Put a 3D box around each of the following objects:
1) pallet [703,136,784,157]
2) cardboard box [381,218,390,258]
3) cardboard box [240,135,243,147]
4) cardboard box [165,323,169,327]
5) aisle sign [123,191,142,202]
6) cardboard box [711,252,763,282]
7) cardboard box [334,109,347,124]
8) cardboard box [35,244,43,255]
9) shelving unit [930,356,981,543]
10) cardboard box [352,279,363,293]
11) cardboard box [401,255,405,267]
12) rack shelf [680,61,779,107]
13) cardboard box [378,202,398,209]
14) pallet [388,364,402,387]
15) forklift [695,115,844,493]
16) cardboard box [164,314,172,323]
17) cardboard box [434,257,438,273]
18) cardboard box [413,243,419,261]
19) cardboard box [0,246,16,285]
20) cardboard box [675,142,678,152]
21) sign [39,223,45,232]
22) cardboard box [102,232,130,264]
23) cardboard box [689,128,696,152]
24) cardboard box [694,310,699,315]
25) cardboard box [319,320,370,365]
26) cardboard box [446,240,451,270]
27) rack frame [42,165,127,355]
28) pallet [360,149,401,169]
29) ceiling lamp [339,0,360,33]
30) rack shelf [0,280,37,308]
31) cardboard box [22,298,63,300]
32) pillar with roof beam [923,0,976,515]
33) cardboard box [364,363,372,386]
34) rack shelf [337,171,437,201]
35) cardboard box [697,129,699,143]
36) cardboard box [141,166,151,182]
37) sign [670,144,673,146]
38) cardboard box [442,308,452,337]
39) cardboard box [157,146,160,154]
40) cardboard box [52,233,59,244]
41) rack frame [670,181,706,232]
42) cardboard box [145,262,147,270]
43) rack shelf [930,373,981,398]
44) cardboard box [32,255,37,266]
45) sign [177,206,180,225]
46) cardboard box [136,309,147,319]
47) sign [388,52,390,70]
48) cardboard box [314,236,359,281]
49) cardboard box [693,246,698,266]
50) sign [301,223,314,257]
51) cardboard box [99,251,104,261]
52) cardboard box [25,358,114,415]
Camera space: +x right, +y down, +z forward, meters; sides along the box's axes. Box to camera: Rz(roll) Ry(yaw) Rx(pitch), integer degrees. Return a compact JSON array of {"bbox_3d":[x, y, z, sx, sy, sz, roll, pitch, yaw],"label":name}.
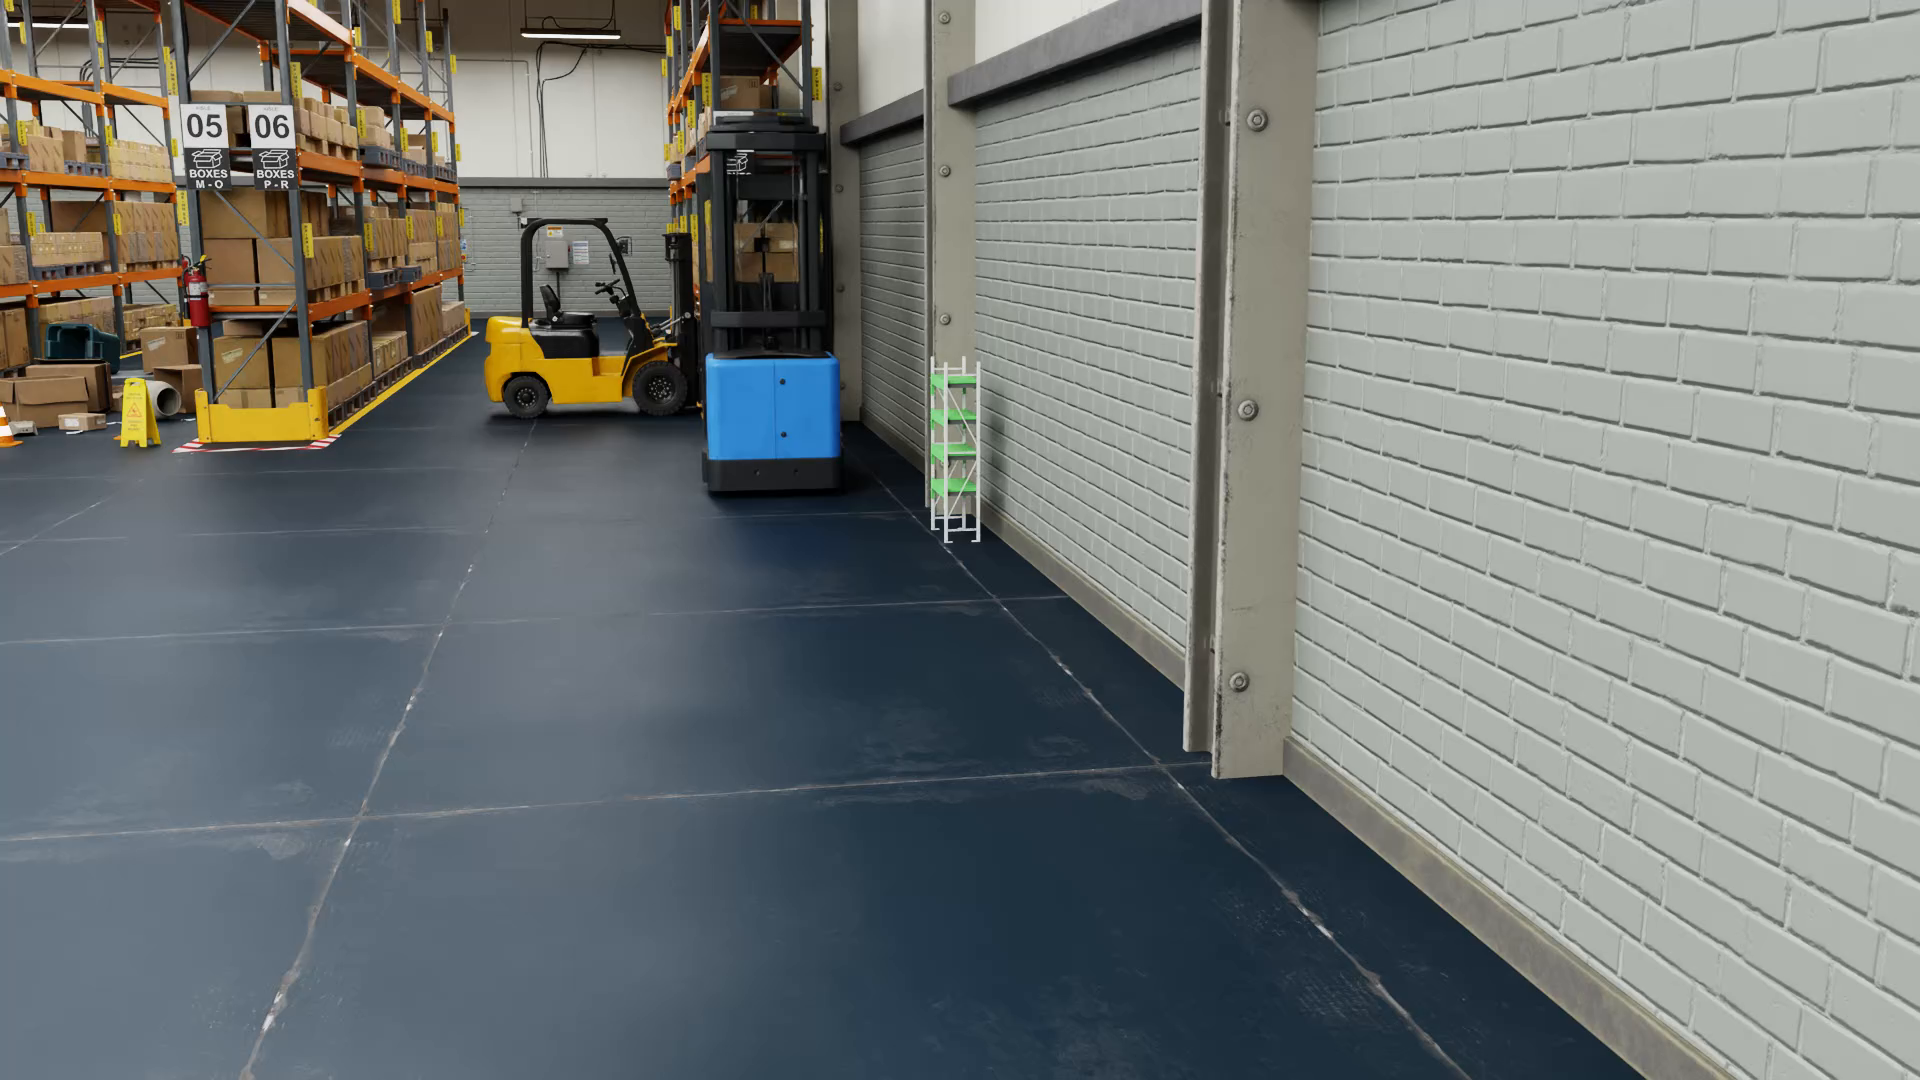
[{"bbox_3d":[-2.341,-4.424,18.632,1.003,0.211,1.213,-2,11,-11],"label":"pallet"},{"bbox_3d":[-7.625,-3.872,21.334,0.500,0.500,0.500,-2,11,-11],"label":"cardboard box"},{"bbox_3d":[-7.281,-3.908,16.354,0.380,0.149,0.250,-2,11,-11],"label":"cardboard box"},{"bbox_3d":[-14.381,-3.816,29.723,0.380,0.149,0.250,-2,11,-11],"label":"cardboard box"},{"bbox_3d":[-15.113,-6.473,30.232,0.394,0.787,0.004,-2,11,-11],"label":"aisle sign"},{"bbox_3d":[-2.342,-2.769,17.454,0.500,0.500,0.500,-2,11,-12],"label":"cardboard box"},{"bbox_3d":[-7.091,-4.744,18.618,0.380,0.149,0.250,-2,11,-9],"label":"cardboard box"},{"bbox_3d":[-13.200,-4.101,23.475,0.380,0.149,0.250,-2,11,-8],"label":"cardboard box"},{"bbox_3d":[-0.032,-0.620,11.244,0.258,1.200,0.503,-2,11,-11],"label":"shelving unit"},{"bbox_3d":[-7.218,-2.975,19.475,0.380,0.149,0.250,-2,11,-10],"label":"cardboard box"},{"bbox_3d":[-7.902,-3.865,23.031,0.380,0.149,0.250,-2,11,-11],"label":"cardboard box"},{"bbox_3d":[-3.156,-6.137,22.365,1.077,0.370,4.000,-2,11,-11],"label":"rack shelf"},{"bbox_3d":[-9.563,-5.563,27.723,0.380,0.149,0.250,-2,11,-12],"label":"cardboard box"},{"bbox_3d":[-8.028,-2.189,22.131,1.003,0.211,1.213,-2,11,-11],"label":"pallet"},{"bbox_3d":[-1.654,-2.036,14.053,1.130,2.935,3.031,-2,11,-9],"label":"forklift"},{"bbox_3d":[-14.319,-3.964,29.707,0.380,0.149,0.250,-3,11,-13],"label":"cardboard box"},{"bbox_3d":[-8.856,-4.512,27.281,0.500,0.250,0.500,-2,11,-12],"label":"cardboard box"},{"bbox_3d":[-8.369,-4.294,24.797,0.500,0.250,0.500,-2,11,-10],"label":"cardboard box"},{"bbox_3d":[-12.802,-3.611,21.880,0.500,0.500,0.500,-2,11,-11],"label":"cardboard box"},{"bbox_3d":[-4.338,-6.241,26.425,0.380,0.149,0.250,-2,11,-11],"label":"cardboard box"},{"bbox_3d":[-14.557,-4.864,26.416,0.100,0.325,0.005,-2,11,-11],"label":"sign"},{"bbox_3d":[-13.876,-4.755,27.096,0.500,0.500,0.500,-2,11,-12],"label":"cardboard box"},{"bbox_3d":[-3.445,-5.556,22.685,0.500,0.500,0.500,-2,11,-10],"label":"cardboard box"},{"bbox_3d":[-3.437,-3.031,24.328,0.875,0.625,0.625,-2,11,-9],"label":"cardboard box"},{"bbox_3d":[-7.256,-2.317,19.571,0.500,0.500,0.500,-2,11,-12],"label":"cardboard box"},{"bbox_3d":[-9.209,-4.987,29.110,0.500,0.500,0.500,-2,11,-11],"label":"cardboard box"},{"bbox_3d":[-14.027,-4.460,26.608,1.000,3.000,0.127,-2,11,-11],"label":"rack frame"},{"bbox_3d":[-7.855,-4.880,21.293,1.213,0.211,1.003,-2,11,-11],"label":"pallet"},{"bbox_3d":[-12.869,-11.611,32.522,2.000,3.185,0.800,-2,11,-11],"label":"ceiling lamp"},{"bbox_3d":[-12.860,-3.006,20.893,1.077,0.370,4.000,-2,11,-11],"label":"rack shelf"},{"bbox_3d":[-14.036,-3.564,25.457,0.500,0.250,0.500,-2,11,-9],"label":"cardboard box"},{"bbox_3d":[-4.296,-4.490,10.718,9.100,9.000,0.400,-2,11,-11],"label":"pillar with roof beam"},{"bbox_3d":[-7.256,-1.948,19.642,0.500,0.250,0.500,-2,11,-8],"label":"cardboard box"},{"bbox_3d":[-8.802,-5.412,25.510,1.077,0.370,4.000,-2,11,-11],"label":"rack shelf"},{"bbox_3d":[-2.977,-4.885,20.098,0.380,0.149,0.250,-2,11,-10],"label":"cardboard box"},{"bbox_3d":[-14.144,-6.238,28.329,0.500,0.250,0.500,-2,11,-8],"label":"cardboard box"},{"bbox_3d":[-4.853,-6.546,28.163,0.100,0.325,0.005,-2,11,-11],"label":"sign"},{"bbox_3d":[-9.208,-3.725,28.477,0.875,0.438,0.875,-2,11,-12],"label":"cardboard box"},{"bbox_3d":[-14.479,-6.937,29.595,0.380,0.149,0.250,-2,11,-10],"label":"cardboard box"},{"bbox_3d":[-13.352,-4.386,24.176,0.380,0.149,0.250,-2,11,-8],"label":"cardboard box"},{"bbox_3d":[-5.101,-5.574,32.457,1.000,3.000,0.127,-2,11,-11],"label":"rack frame"},{"bbox_3d":[-14.162,-4.688,28.476,0.380,0.149,0.250,-2,11,-9],"label":"cardboard box"},{"bbox_3d":[-0.032,-1.029,11.166,0.258,0.148,0.480,-2,11,-11],"label":"rack shelf"},{"bbox_3d":[-13.138,-3.899,23.207,0.380,0.149,0.250,-2,11,-12],"label":"cardboard box"},{"bbox_3d":[-14.256,-5.934,30.411,0.100,0.325,0.005,-2,11,-11],"label":"sign"},{"bbox_3d":[-14.026,-3.823,28.170,0.380,0.149,0.250,-2,11,-10],"label":"cardboard box"},{"bbox_3d":[-10.514,-8.857,30.742,0.100,0.325,0.005,-2,11,-11],"label":"sign"},{"bbox_3d":[-7.198,-3.220,19.030,0.500,0.500,0.500,-2,11,-9],"label":"cardboard box"},{"bbox_3d":[-3.220,-3.719,21.780,0.500,0.250,0.500,-2,11,-12],"label":"cardboard box"},{"bbox_3d":[-6.325,-2.903,16.111,0.100,0.325,0.005,-2,11,-11],"label":"sign"},{"bbox_3d":[-13.755,-4.477,26.247,0.380,0.149,0.250,-2,11,-12],"label":"cardboard box"},{"bbox_3d":[-9.872,-1.700,18.417,0.797,0.637,0.503,-2,11,-11],"label":"cardboard box"}]
